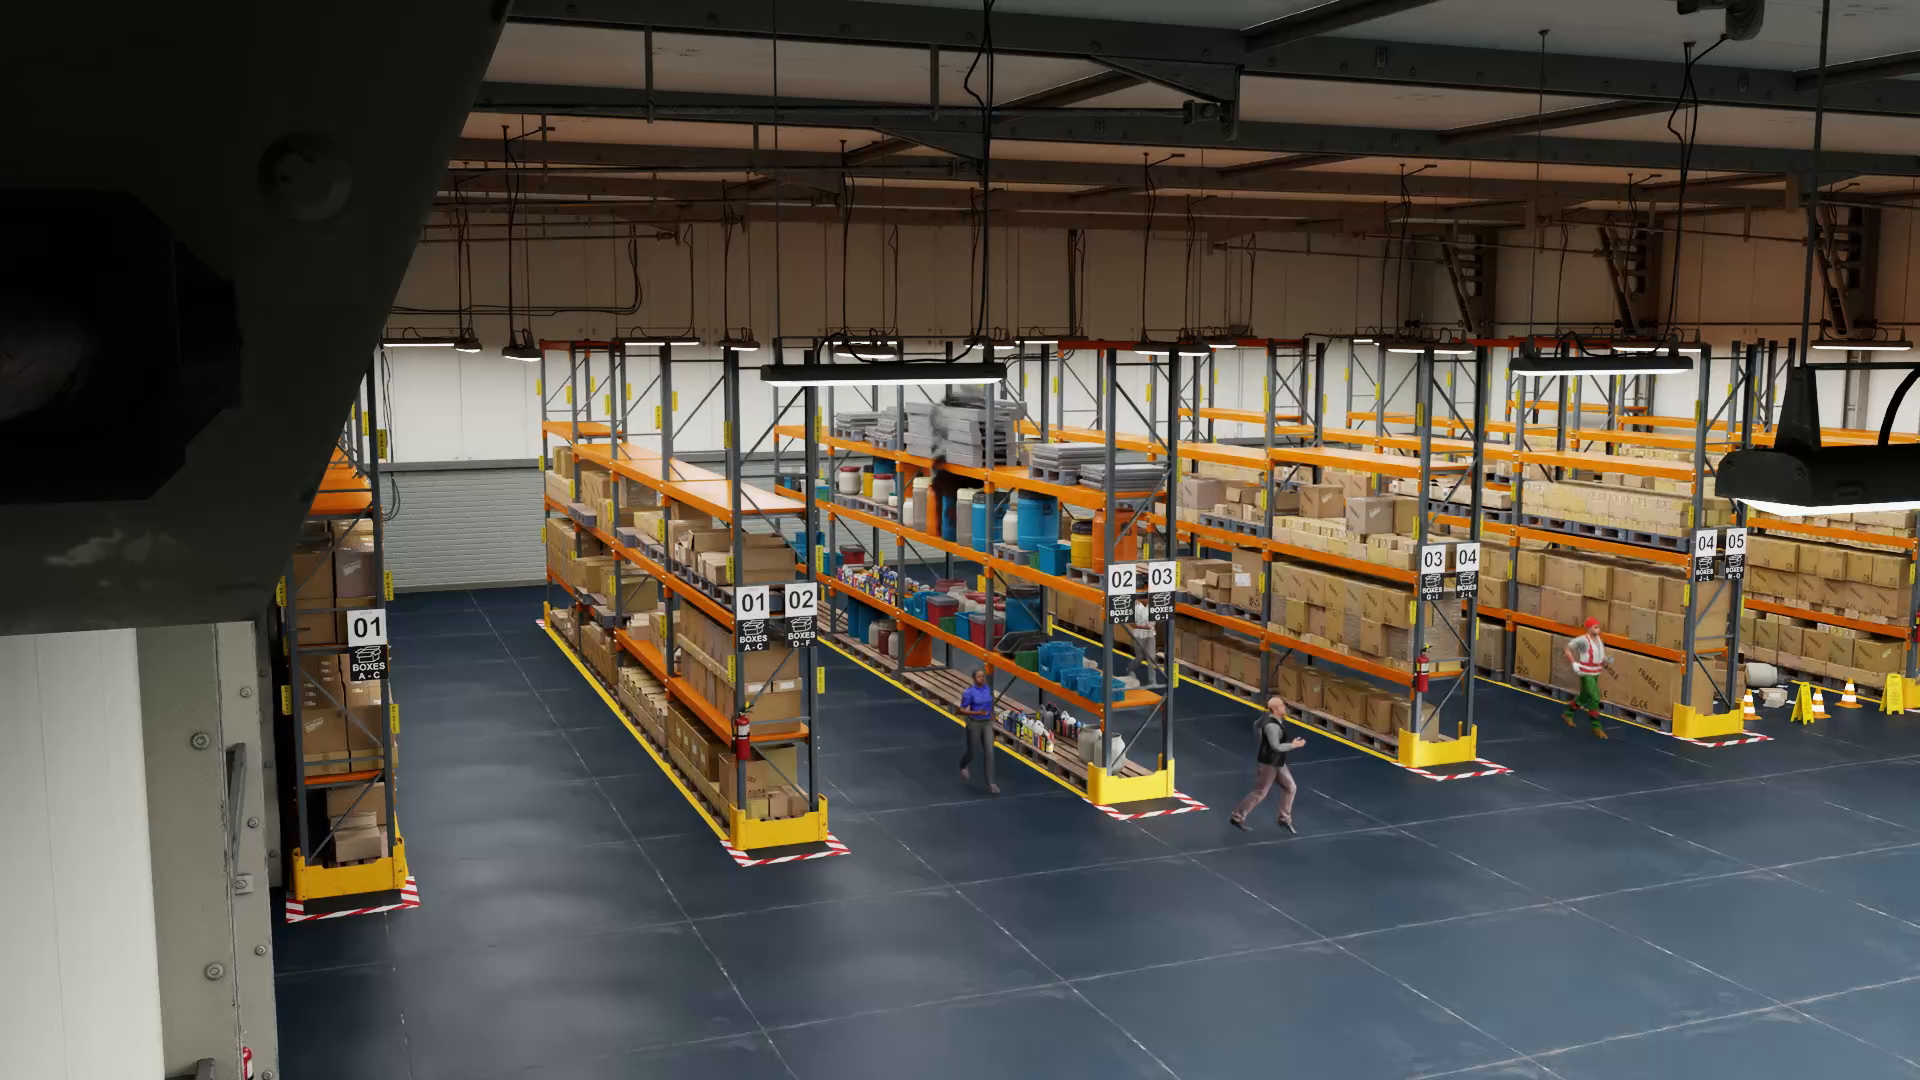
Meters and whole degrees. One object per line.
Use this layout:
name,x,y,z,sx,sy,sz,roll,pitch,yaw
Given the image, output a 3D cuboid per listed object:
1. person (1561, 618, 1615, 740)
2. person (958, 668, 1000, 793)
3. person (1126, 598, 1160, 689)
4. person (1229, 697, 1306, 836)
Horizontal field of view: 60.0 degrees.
person,9.713,2.096,25.705,0.645,1.826,0.891,-5,9,-36
person,0.265,2.557,22.623,0.583,1.631,0.915,-4,8,-27
person,3.221,1.698,29.028,0.586,1.685,0.891,-4,8,-26
person,3.819,2.811,20.624,0.900,1.771,0.662,2,8,14
